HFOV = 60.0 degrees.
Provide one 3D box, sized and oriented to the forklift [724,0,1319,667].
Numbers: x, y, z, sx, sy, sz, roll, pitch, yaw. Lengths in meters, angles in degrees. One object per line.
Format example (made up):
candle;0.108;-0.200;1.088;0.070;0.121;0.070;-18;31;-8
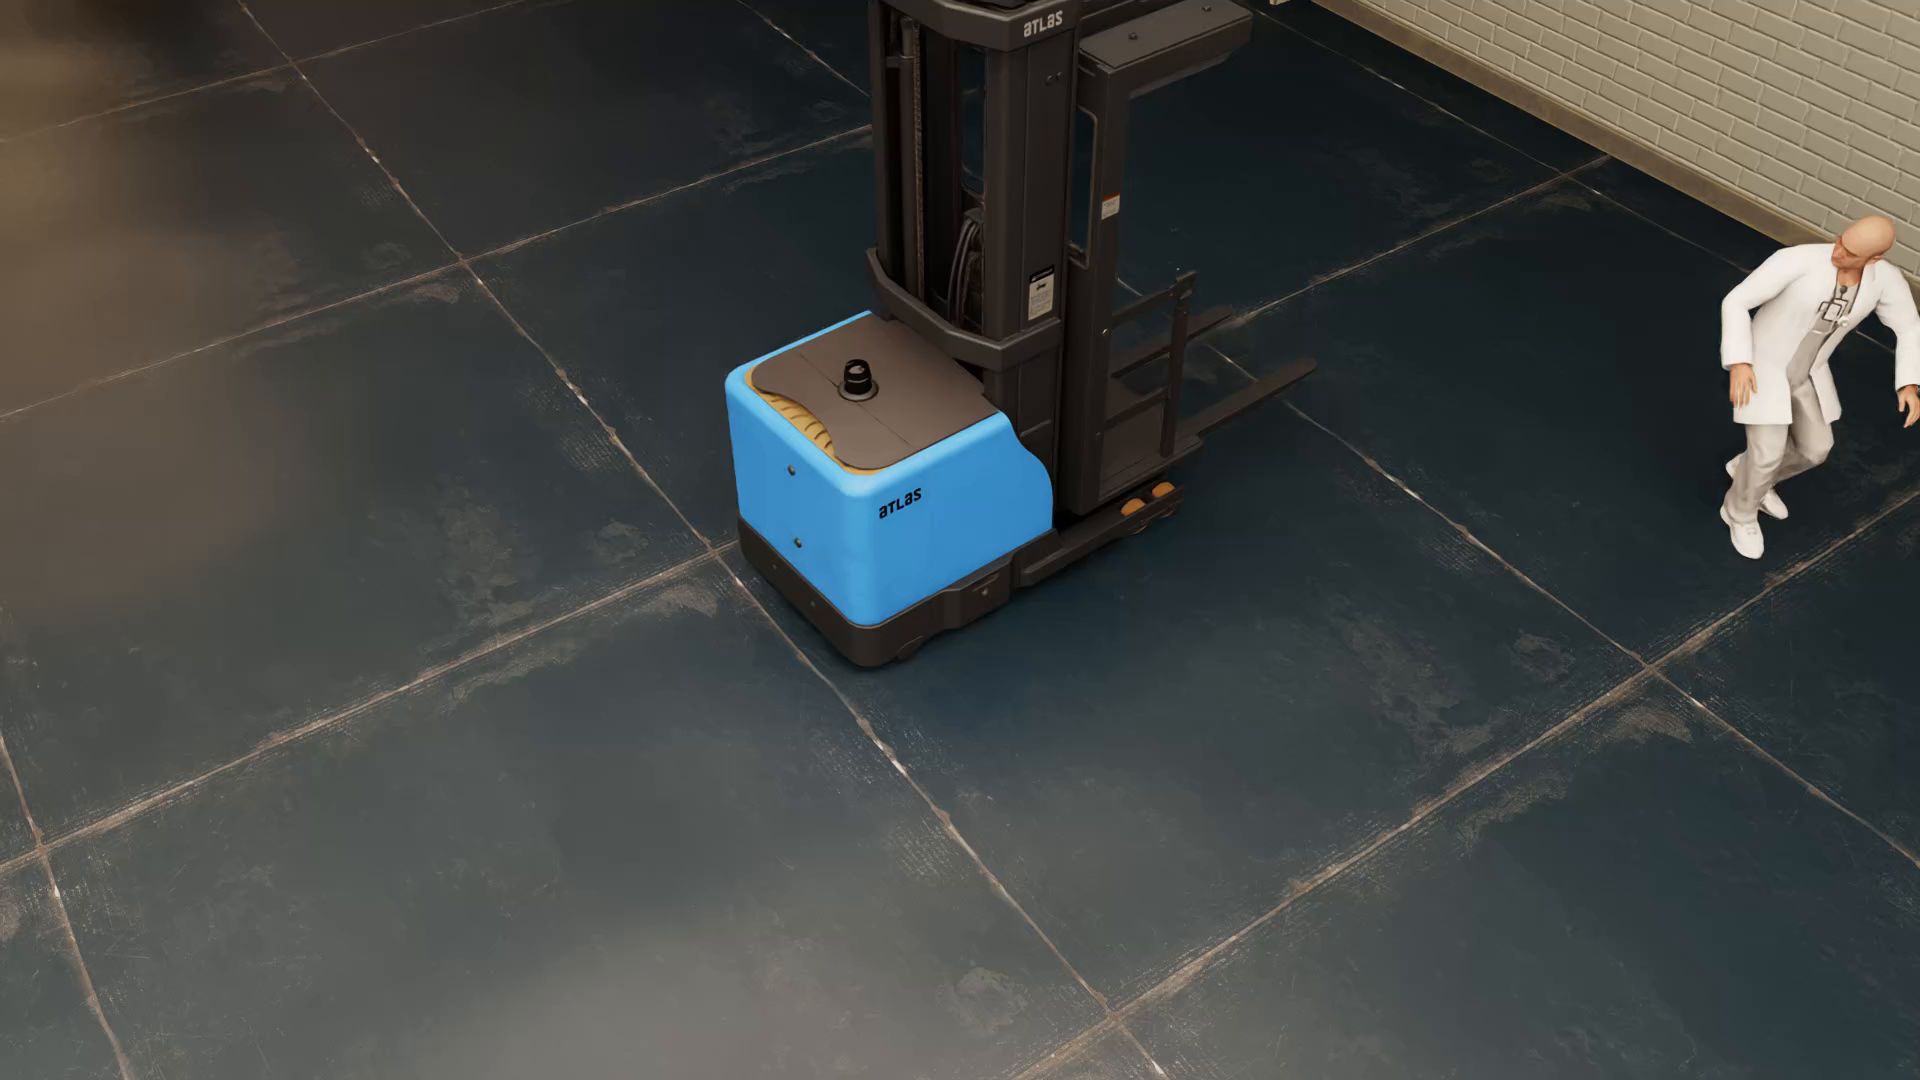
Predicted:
forklift;0.450;-1.363;7.194;3.031;2.935;1.130;-28;50;-27

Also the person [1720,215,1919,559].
person;3.750;-0.661;7.365;0.863;1.701;0.759;-6;43;-6
